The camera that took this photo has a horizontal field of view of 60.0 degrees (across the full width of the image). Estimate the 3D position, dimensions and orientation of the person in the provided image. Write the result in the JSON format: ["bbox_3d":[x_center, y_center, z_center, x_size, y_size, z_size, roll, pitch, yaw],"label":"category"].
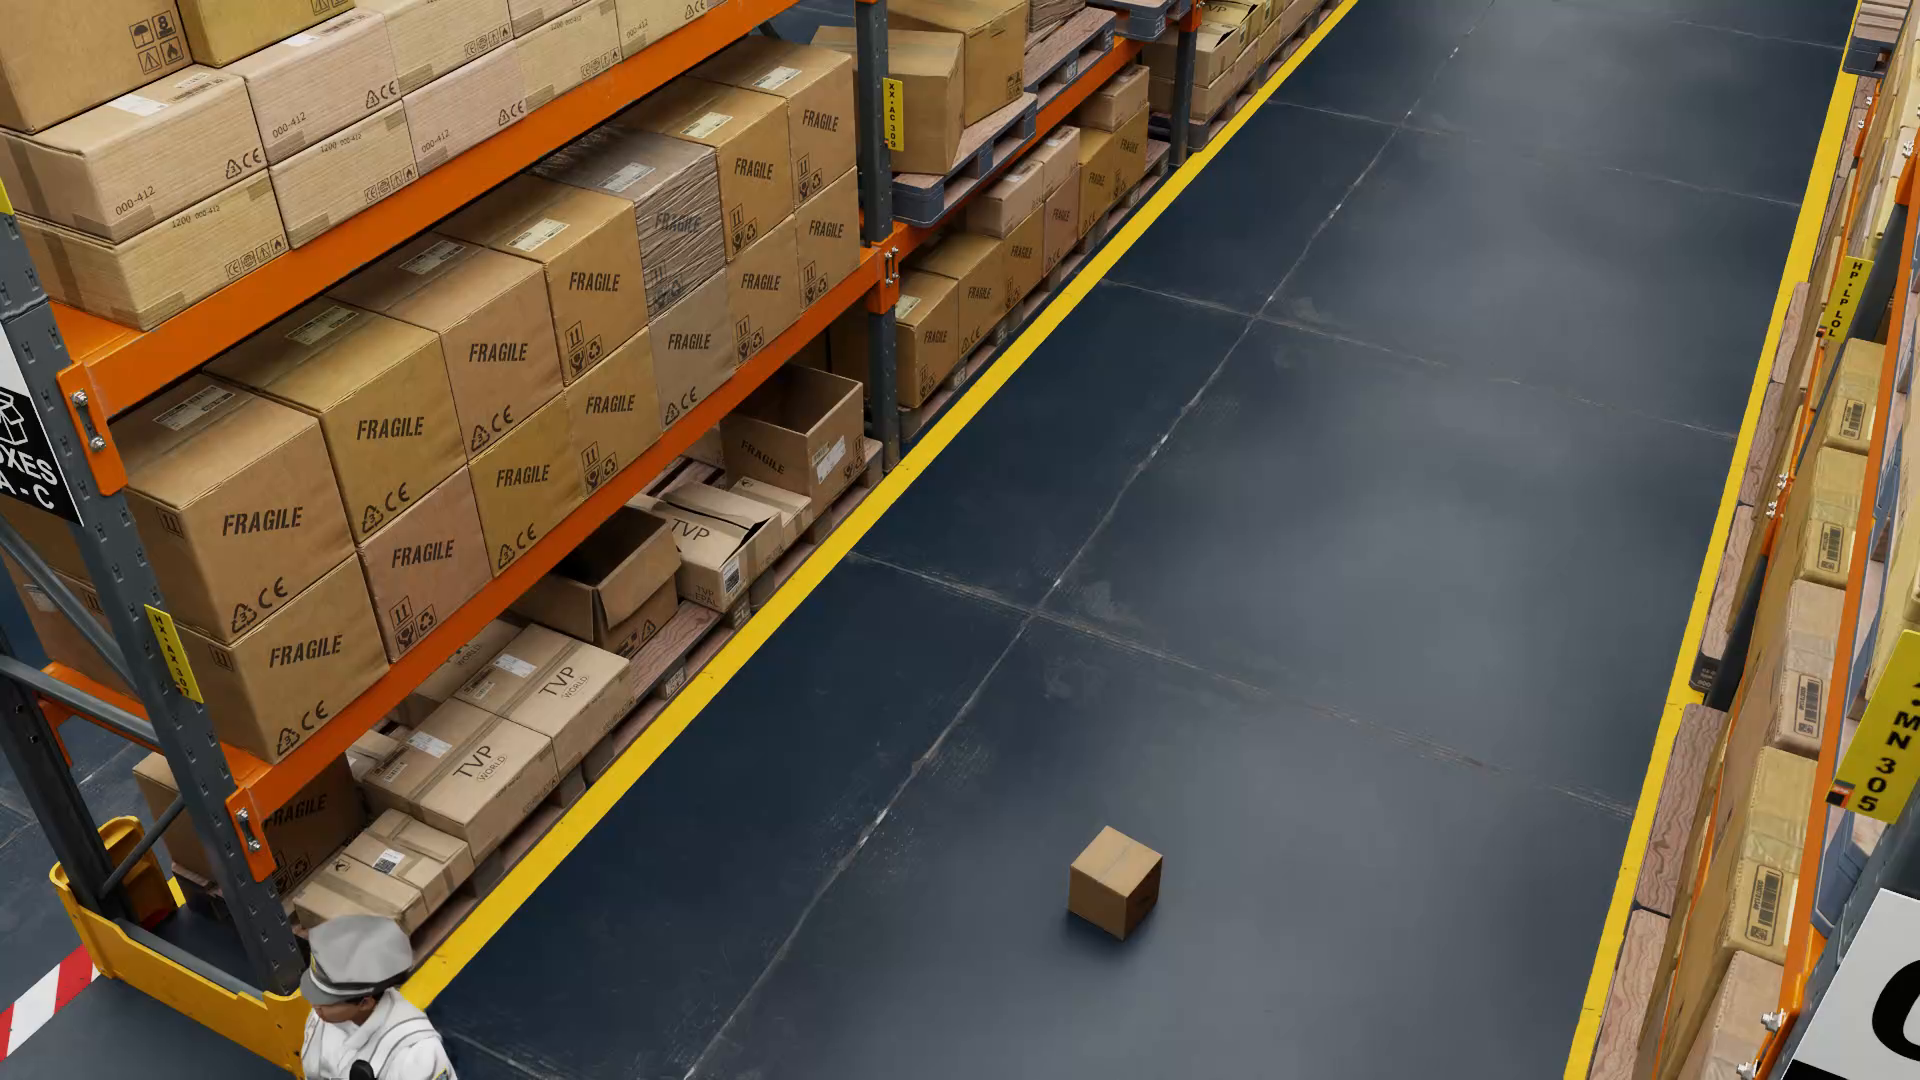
[{"bbox_3d":[-1.628,1.672,4.573,0.526,1.645,0.922,31,48,33],"label":"person"}]
